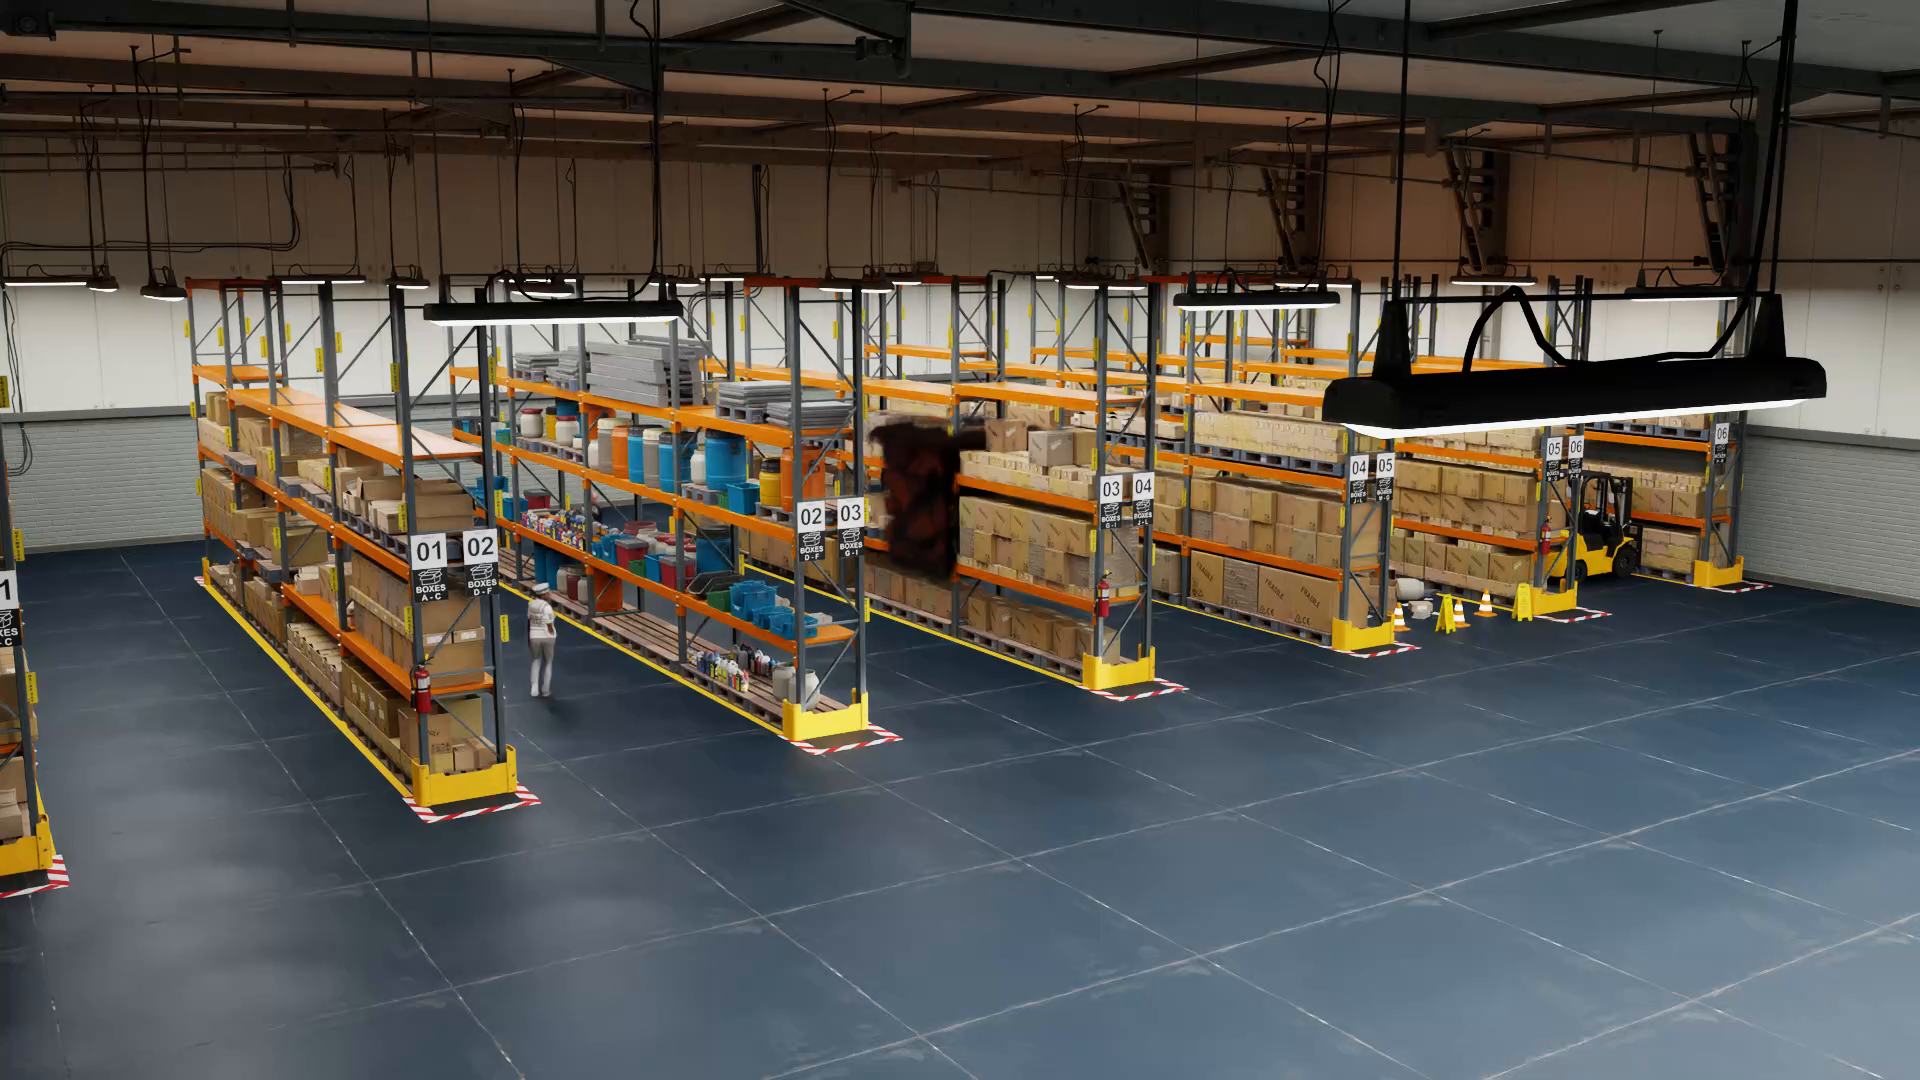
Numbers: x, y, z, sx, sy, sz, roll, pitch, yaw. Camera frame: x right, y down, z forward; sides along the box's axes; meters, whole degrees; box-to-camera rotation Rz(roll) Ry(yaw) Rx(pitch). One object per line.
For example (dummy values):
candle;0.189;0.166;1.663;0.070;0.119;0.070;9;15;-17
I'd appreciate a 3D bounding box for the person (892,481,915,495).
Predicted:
person;-1.563;-1.827;43.926;0.530;1.606;0.720;5;11;29

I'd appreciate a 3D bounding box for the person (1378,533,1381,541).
person;9.344;-0.808;37.519;0.429;1.779;0.554;-1;10;-7

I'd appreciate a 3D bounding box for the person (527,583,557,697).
person;-6.100;1.454;24.251;0.451;1.681;0.432;1;10;3

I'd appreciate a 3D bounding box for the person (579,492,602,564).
person;-7.487;-0.135;33.772;0.550;1.687;0.932;-9;13;-44
